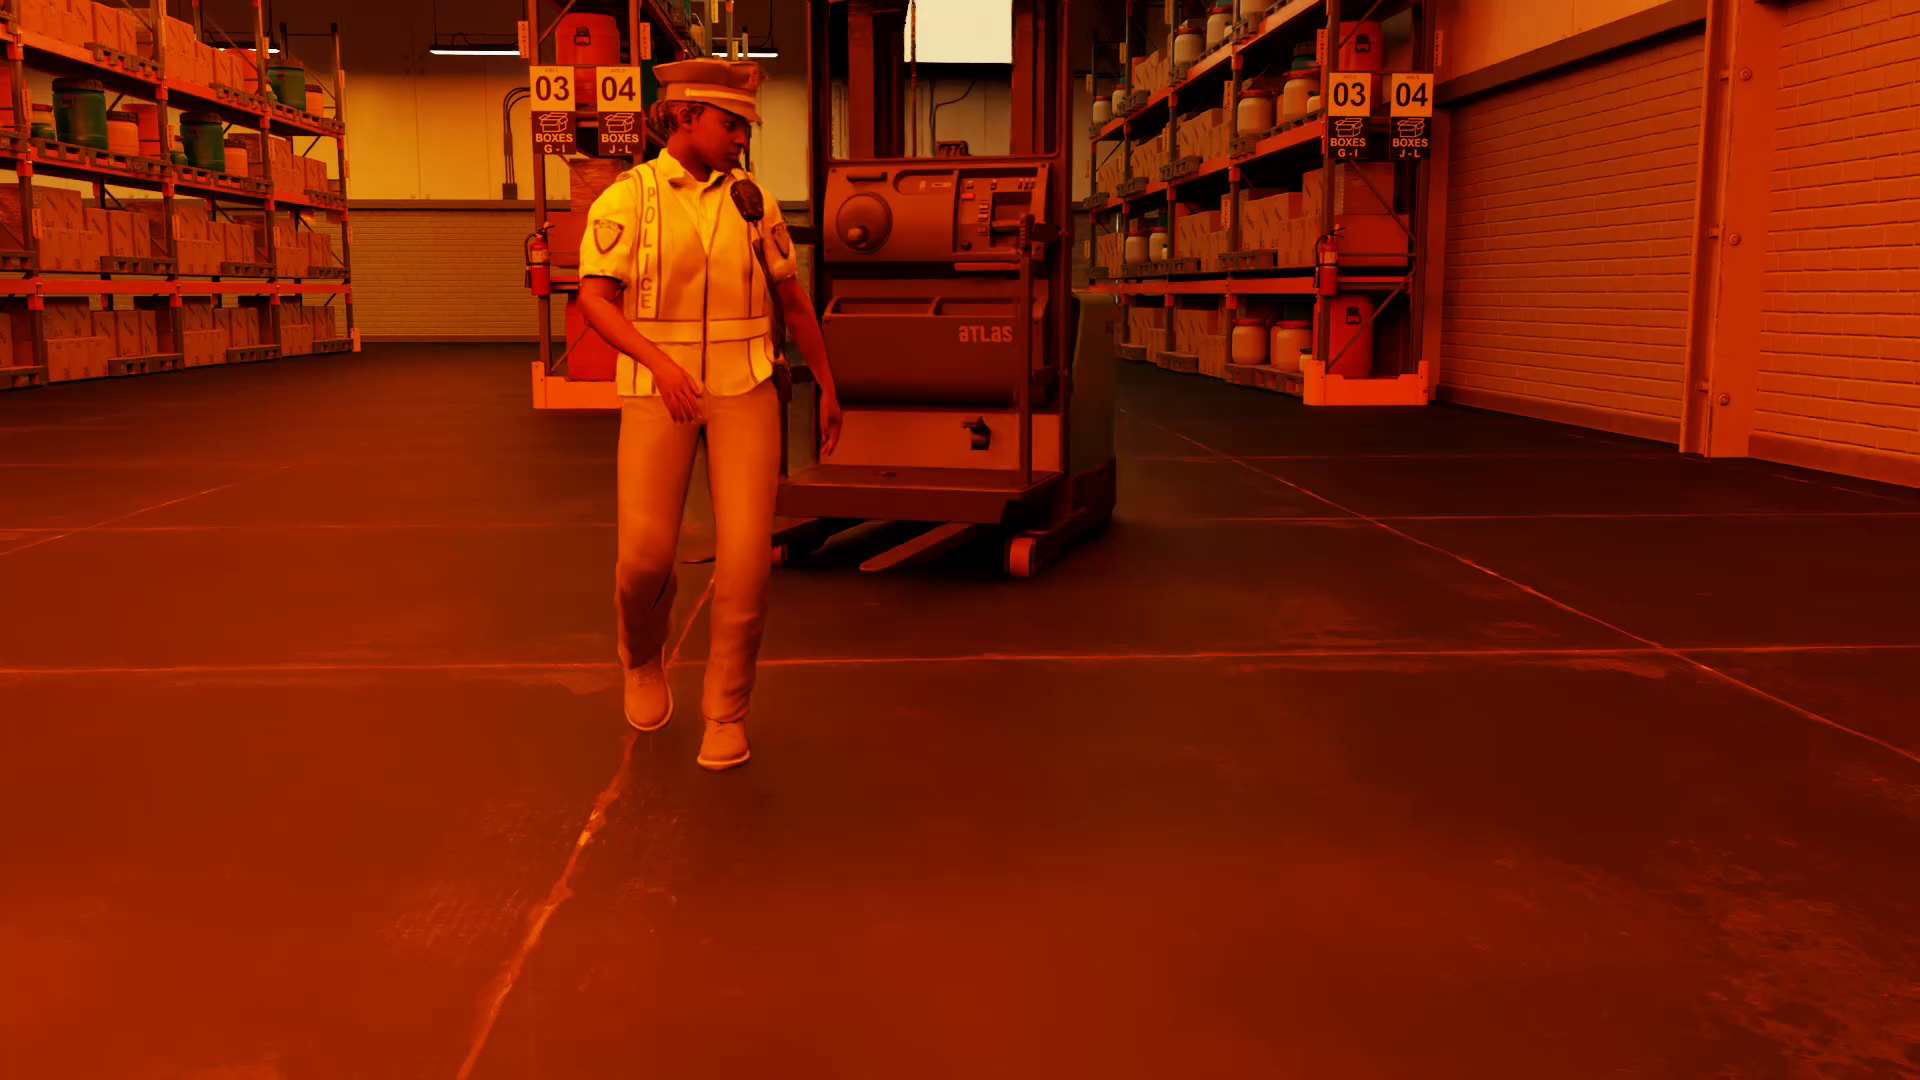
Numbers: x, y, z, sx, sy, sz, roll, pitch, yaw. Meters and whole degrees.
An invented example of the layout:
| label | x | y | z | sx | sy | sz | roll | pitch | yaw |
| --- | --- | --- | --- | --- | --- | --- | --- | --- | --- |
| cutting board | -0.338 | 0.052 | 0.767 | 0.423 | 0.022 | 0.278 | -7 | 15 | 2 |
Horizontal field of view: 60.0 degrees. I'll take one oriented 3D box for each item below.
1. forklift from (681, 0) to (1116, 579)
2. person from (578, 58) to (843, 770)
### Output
| label | x | y | z | sx | sy | sz | roll | pitch | yaw |
| --- | --- | --- | --- | --- | --- | --- | --- | --- | --- |
| forklift | -0.157 | -1.362 | 6.506 | 1.130 | 2.935 | 3.031 | 2 | 9 | 16 |
| person | -0.565 | -0.304 | 3.907 | 0.631 | 1.615 | 0.554 | -2 | 9 | -12 |
